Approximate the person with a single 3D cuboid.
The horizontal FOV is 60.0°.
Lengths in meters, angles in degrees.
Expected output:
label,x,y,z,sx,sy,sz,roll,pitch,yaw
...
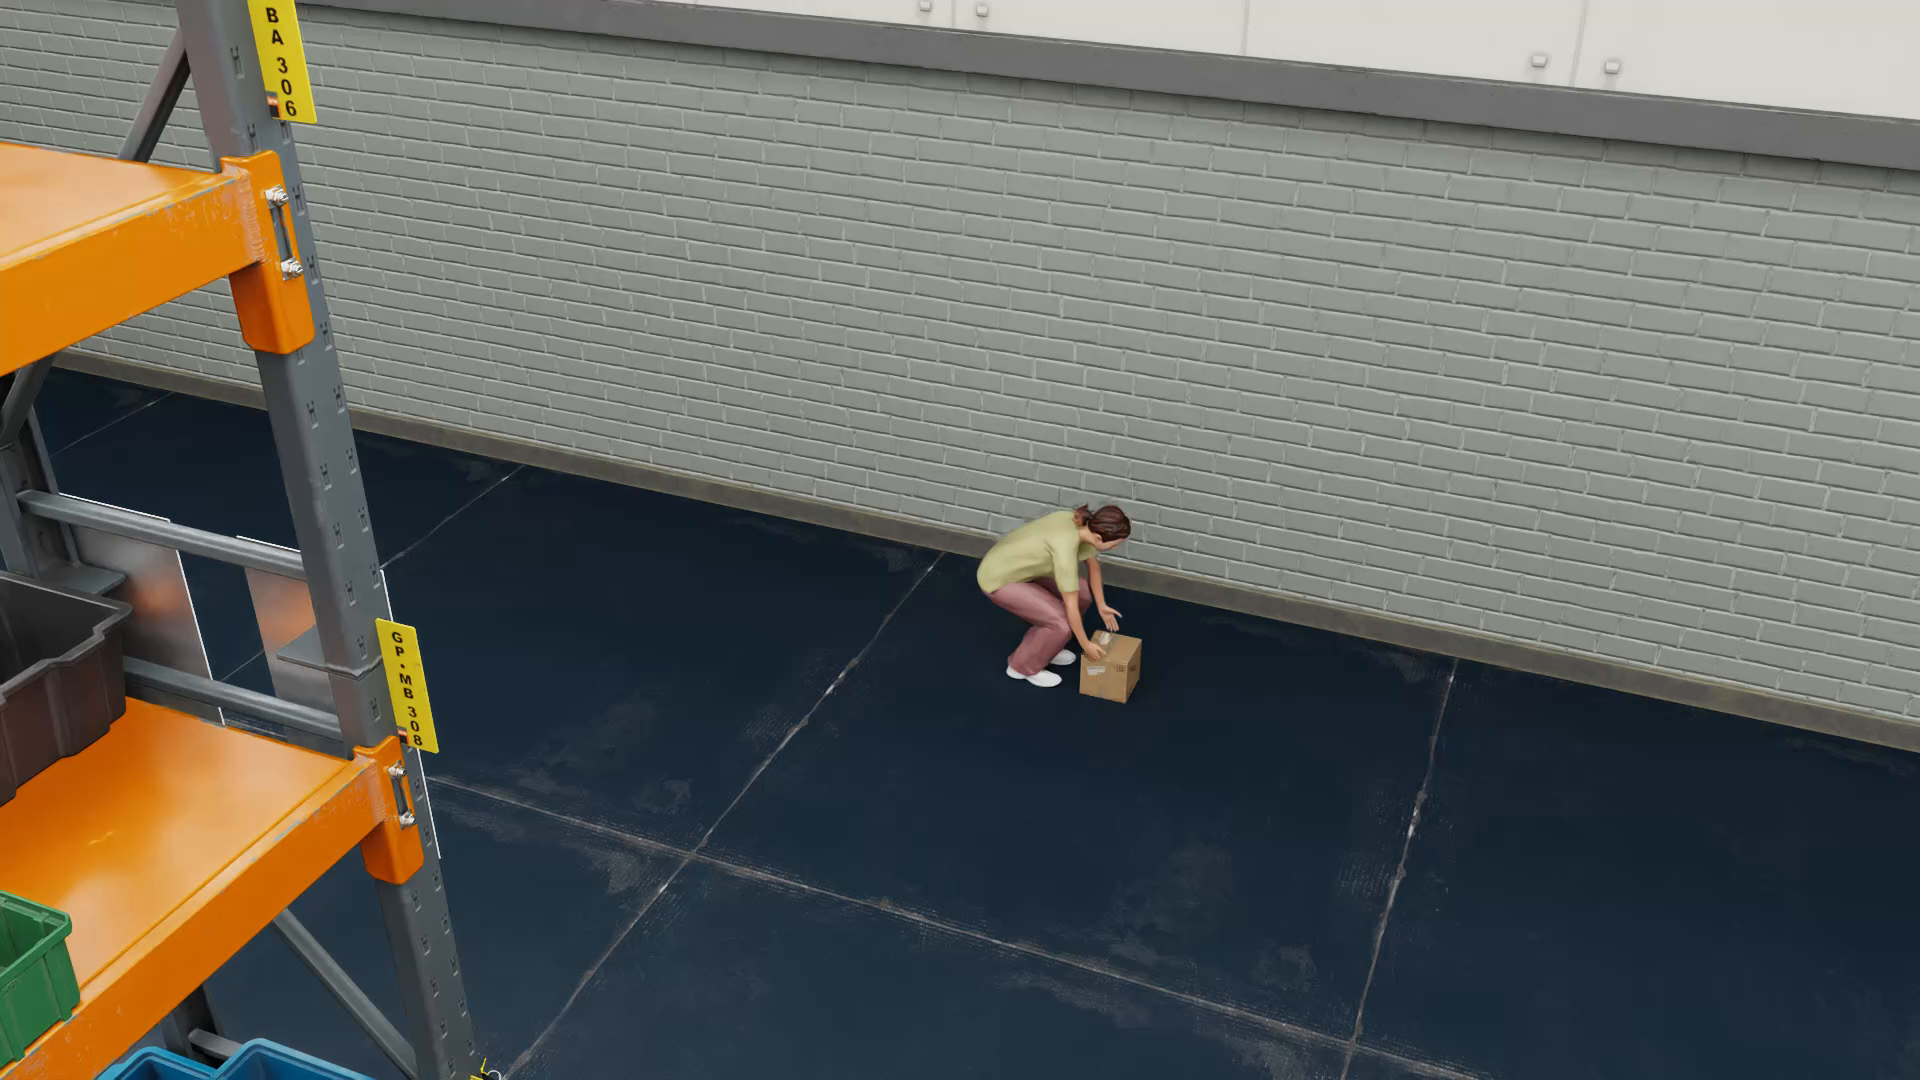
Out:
label,x,y,z,sx,sy,sz,roll,pitch,yaw
person,0.486,0.239,8.636,0.776,1.023,0.491,11,32,19
